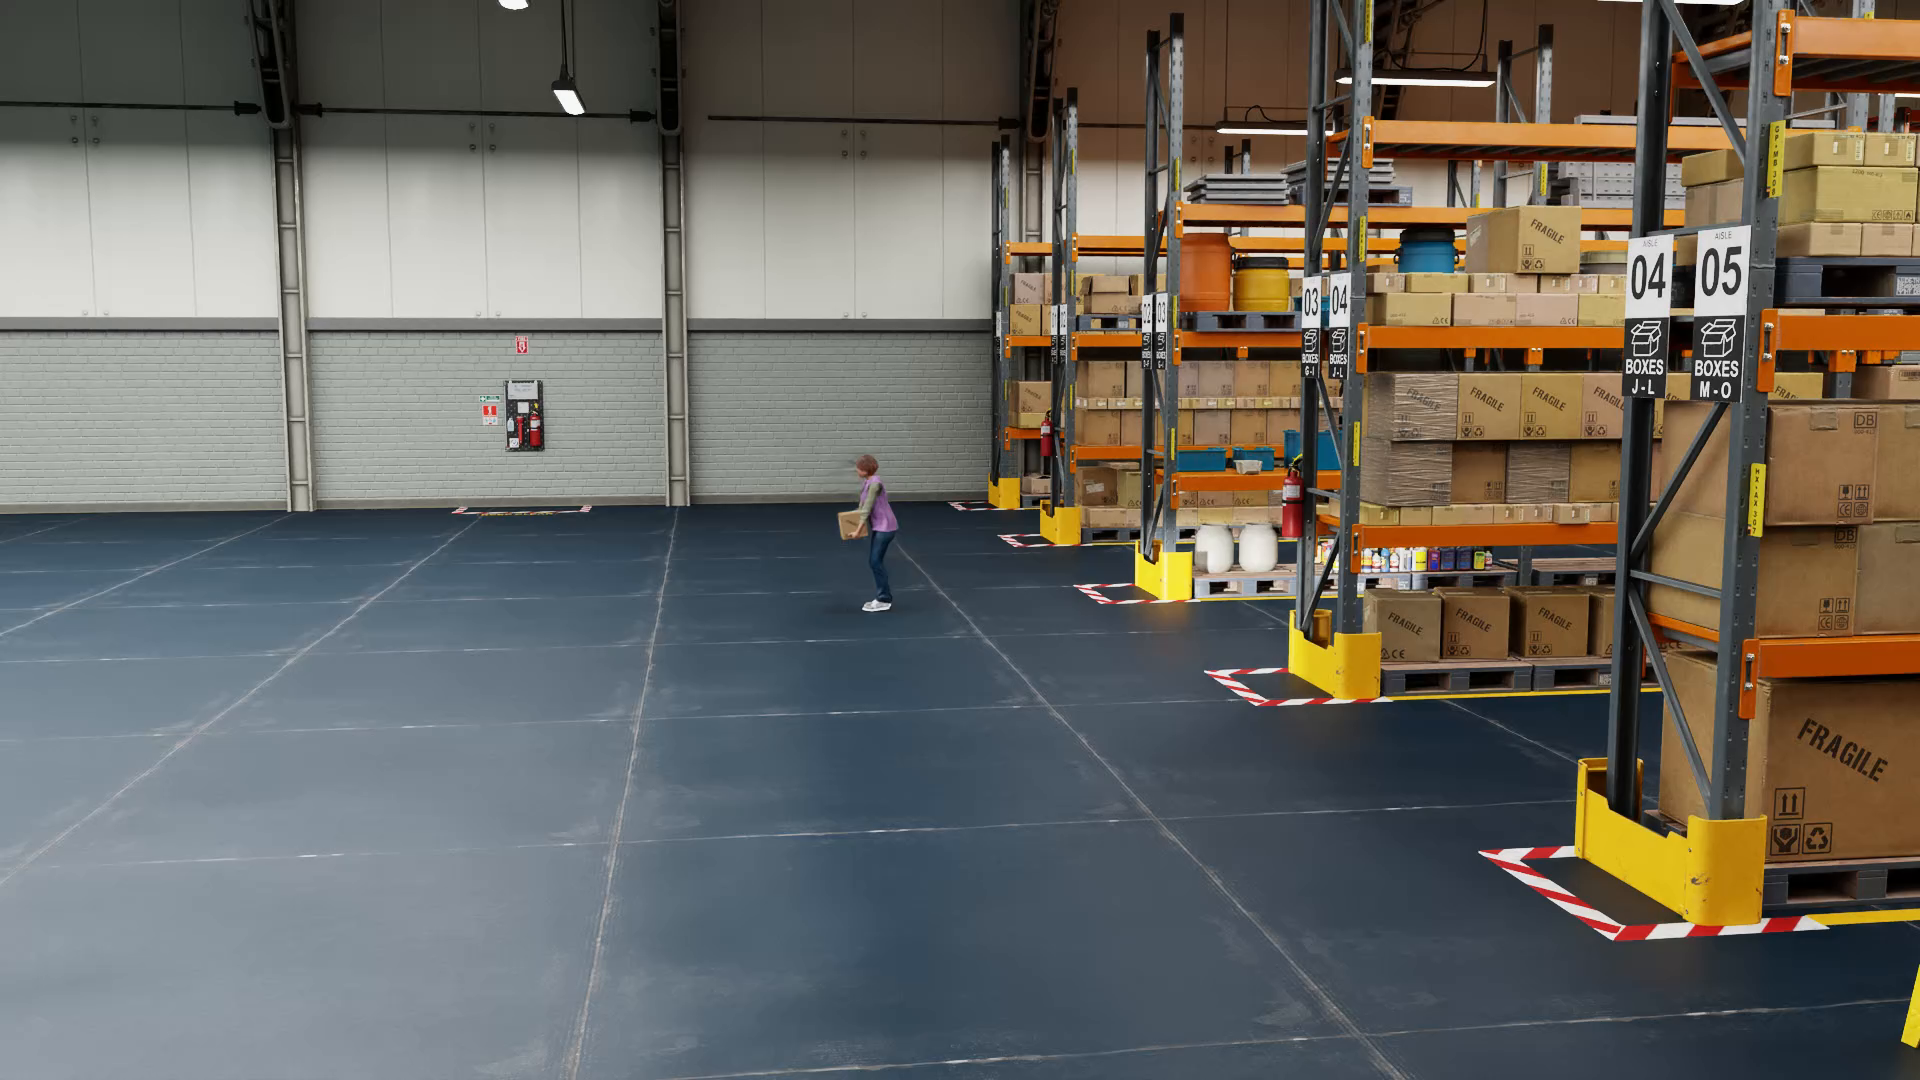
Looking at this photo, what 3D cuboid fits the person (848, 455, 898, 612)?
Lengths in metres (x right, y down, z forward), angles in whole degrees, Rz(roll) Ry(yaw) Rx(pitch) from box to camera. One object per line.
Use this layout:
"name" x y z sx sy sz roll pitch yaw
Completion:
"person" -0.885 -0.016 16.758 0.525 1.464 0.372 -1 7 -10
